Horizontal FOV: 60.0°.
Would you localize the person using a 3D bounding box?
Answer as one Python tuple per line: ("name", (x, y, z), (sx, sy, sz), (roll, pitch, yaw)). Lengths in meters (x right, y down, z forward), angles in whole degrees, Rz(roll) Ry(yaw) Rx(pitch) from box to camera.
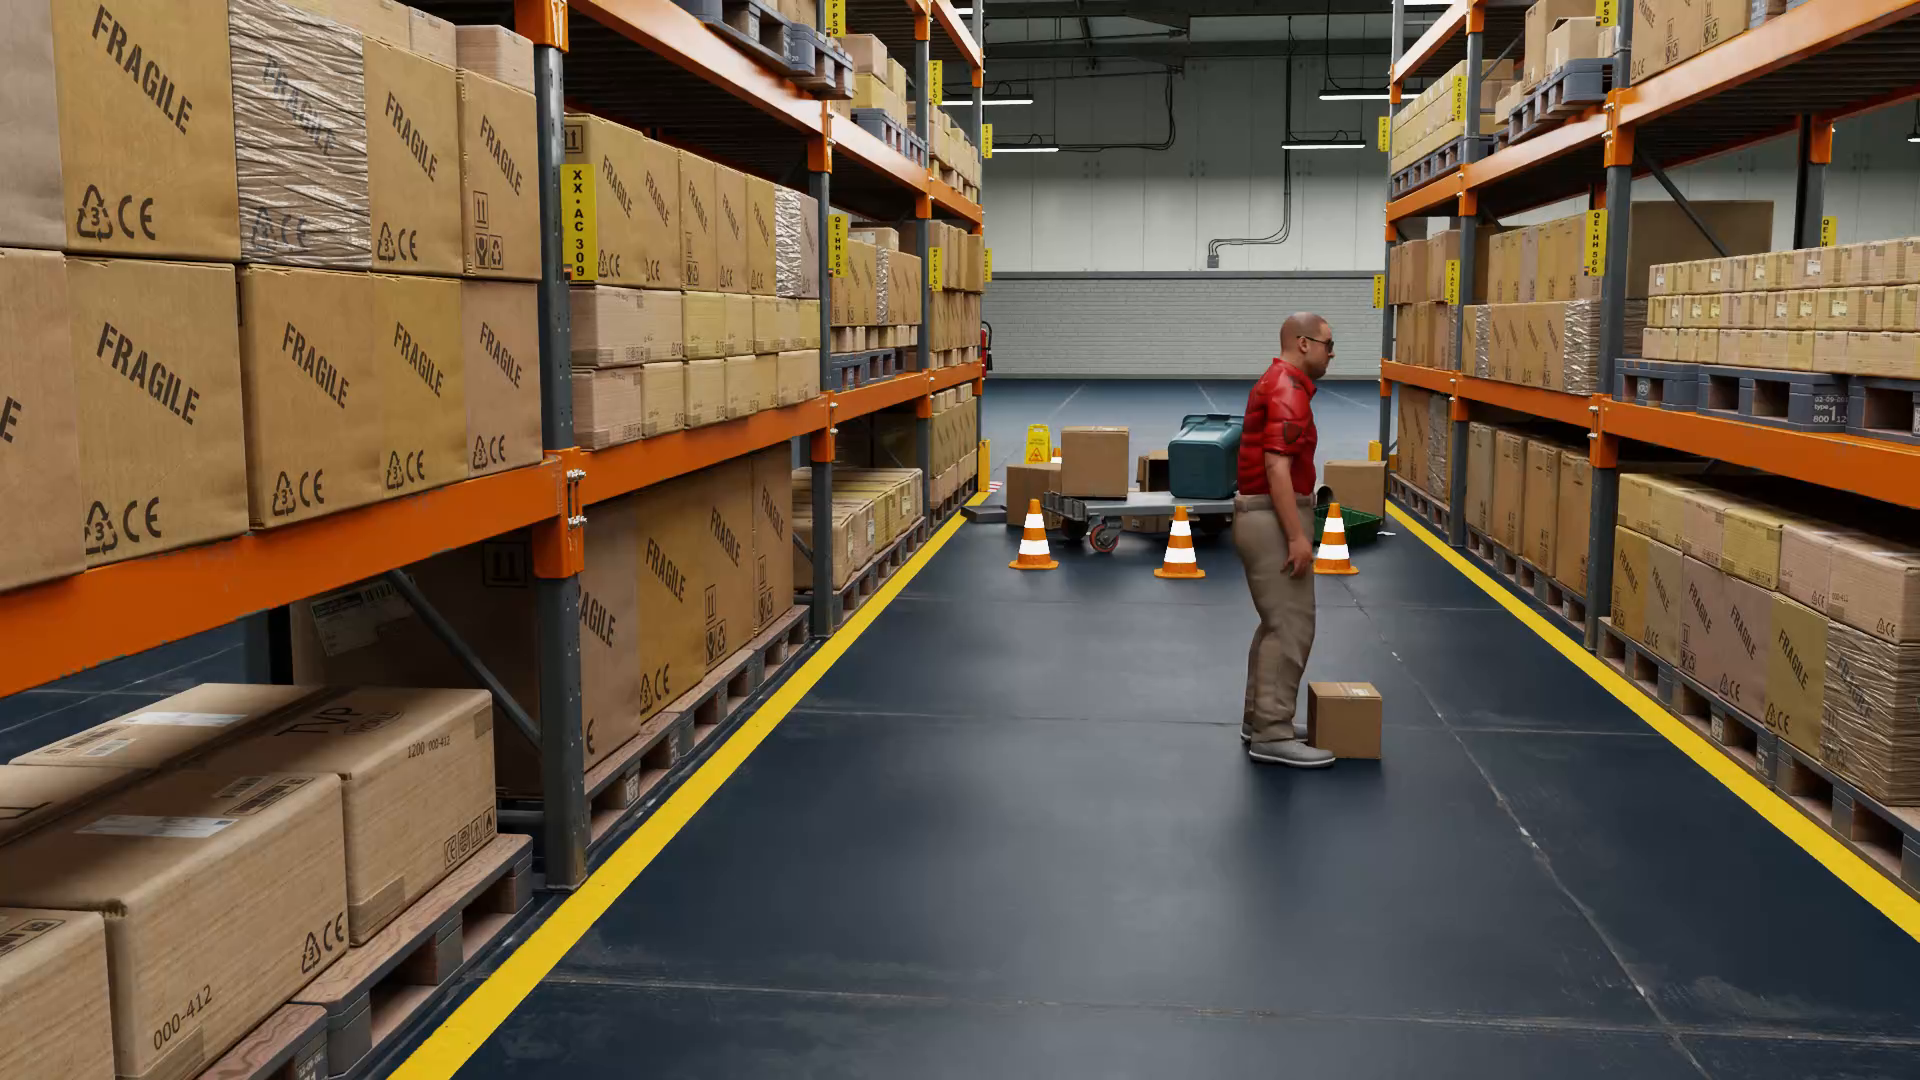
("person", (1.268, -0.022, 6.508), (0.390, 1.727, 0.585), (1, 8, 6))
